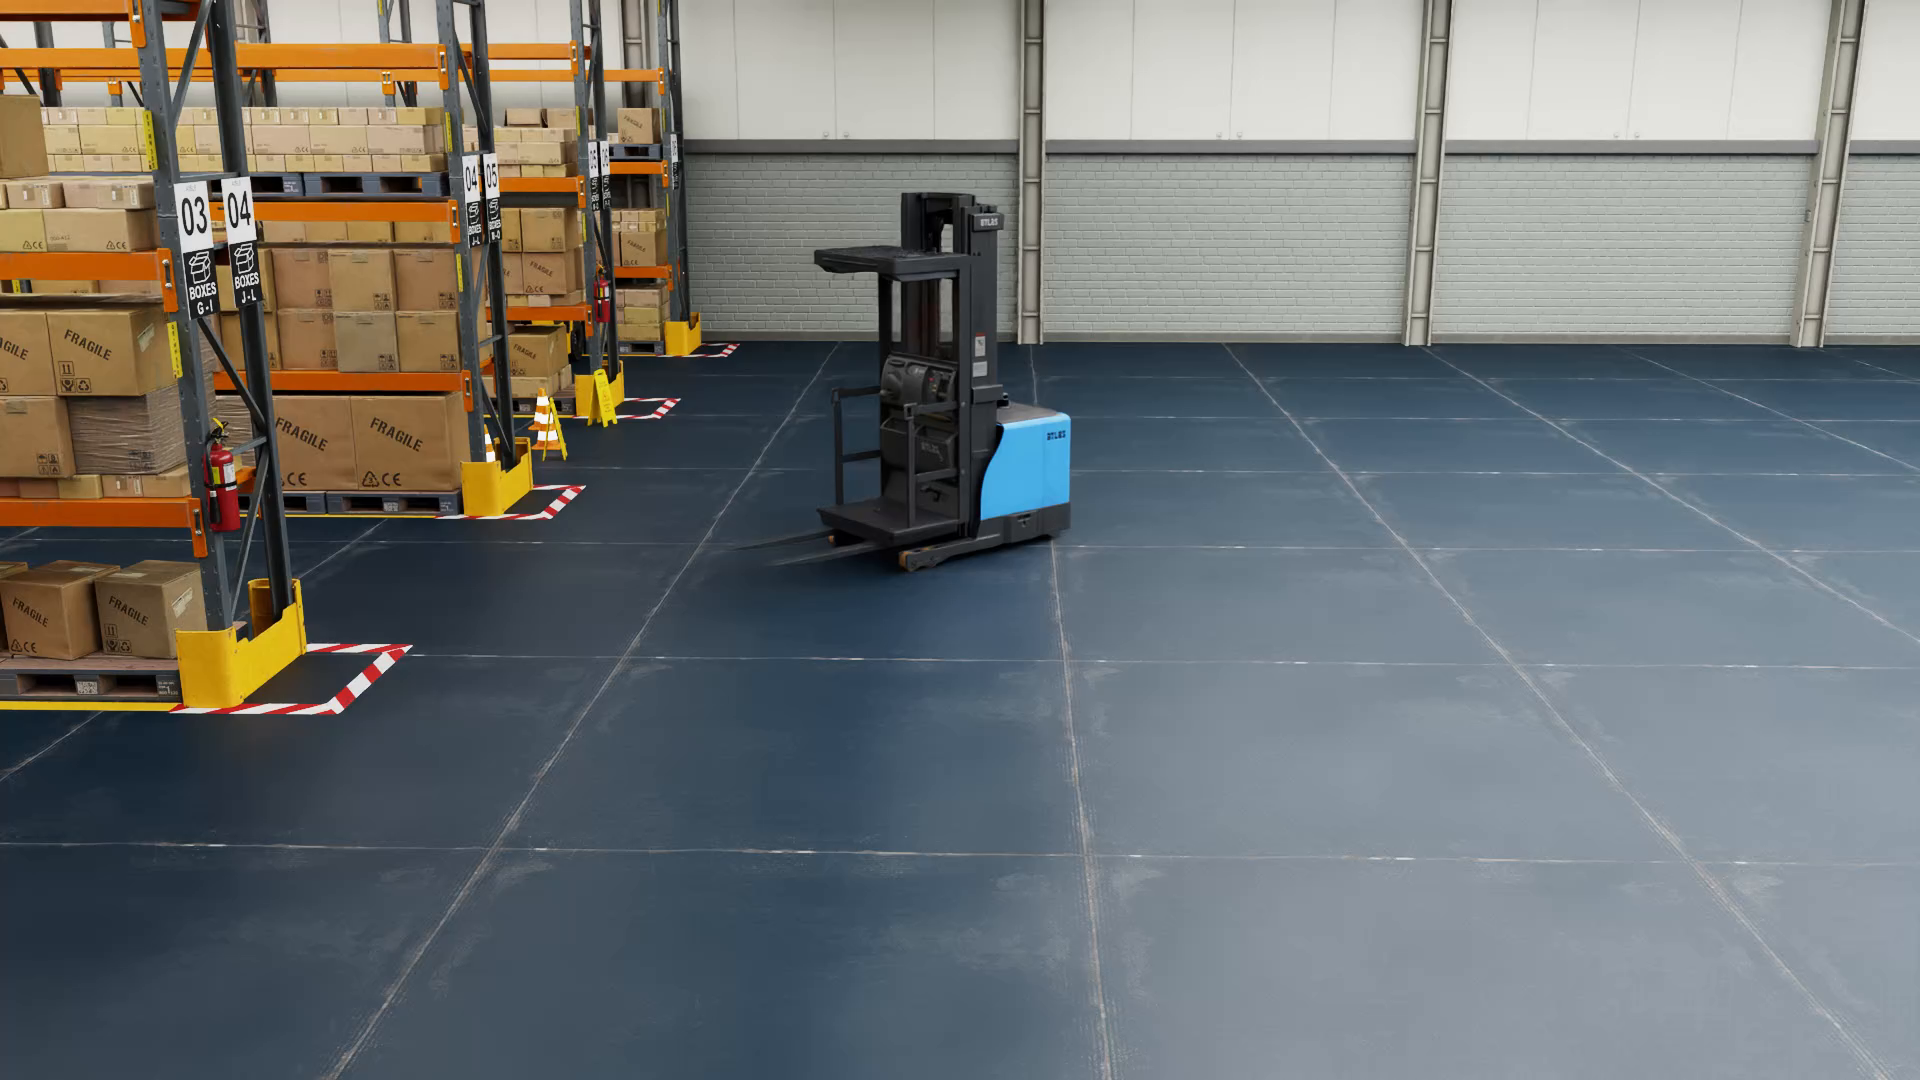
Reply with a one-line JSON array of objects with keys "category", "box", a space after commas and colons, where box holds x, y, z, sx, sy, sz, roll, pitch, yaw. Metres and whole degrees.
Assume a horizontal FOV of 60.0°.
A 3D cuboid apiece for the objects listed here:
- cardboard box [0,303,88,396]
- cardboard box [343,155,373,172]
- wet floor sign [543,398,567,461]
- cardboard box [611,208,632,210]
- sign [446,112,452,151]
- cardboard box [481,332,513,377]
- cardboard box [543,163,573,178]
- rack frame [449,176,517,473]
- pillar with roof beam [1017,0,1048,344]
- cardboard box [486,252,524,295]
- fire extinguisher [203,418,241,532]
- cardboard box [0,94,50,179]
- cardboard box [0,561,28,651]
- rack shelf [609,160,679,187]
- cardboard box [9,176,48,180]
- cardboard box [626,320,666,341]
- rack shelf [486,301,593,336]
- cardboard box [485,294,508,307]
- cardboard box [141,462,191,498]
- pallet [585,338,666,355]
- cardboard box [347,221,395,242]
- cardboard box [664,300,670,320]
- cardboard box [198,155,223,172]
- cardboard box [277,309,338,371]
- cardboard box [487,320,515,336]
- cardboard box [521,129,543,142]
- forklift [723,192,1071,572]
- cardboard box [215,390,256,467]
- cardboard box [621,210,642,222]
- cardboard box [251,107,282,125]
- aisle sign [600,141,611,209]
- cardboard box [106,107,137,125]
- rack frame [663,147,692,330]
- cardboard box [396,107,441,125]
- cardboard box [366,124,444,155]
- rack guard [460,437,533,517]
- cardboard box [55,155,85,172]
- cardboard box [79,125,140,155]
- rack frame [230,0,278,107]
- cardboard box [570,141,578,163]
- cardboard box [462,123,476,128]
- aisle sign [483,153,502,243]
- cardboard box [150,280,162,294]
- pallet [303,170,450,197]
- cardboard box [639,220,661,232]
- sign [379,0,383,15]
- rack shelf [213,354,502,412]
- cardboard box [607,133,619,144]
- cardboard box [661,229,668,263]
[{"category": "cardboard box", "box": [-5.658, -1.169, 10.150, 0.500, 0.500, 0.500, 0, 15, 1]}, {"category": "cardboard box", "box": [-5.224, -3.314, 14.615, 0.250, 0.149, 0.380, 1, 15, 2]}, {"category": "wet floor sign", "box": [-4.295, -1.181, 17.552, 0.232, 0.644, 0.267, -2, 15, -8]}, {"category": "cardboard box", "box": [-5.081, -4.915, 25.037, 0.250, 0.149, 0.380, 1, 15, 2]}, {"category": "sign", "box": [-4.402, -3.517, 14.329, 0.005, 0.325, 0.100, 0, 15, 1]}, {"category": "cardboard box", "box": [-5.678, -2.255, 20.105, 0.500, 0.500, 0.500, 1, 15, 4]}, {"category": "cardboard box", "box": [-4.713, -4.338, 19.514, 0.250, 0.149, 0.380, 0, 15, 2]}, {"category": "rack frame", "box": [-4.374, -1.815, 15.339, 0.127, 3.000, 1.000, 0, 15, 1]}, {"category": "pillar with roof beam", "box": [0.989, -6.342, 20.738, 0.400, 9.000, 9.100, 0, 15, 1]}, {"category": "cardboard box", "box": [-5.399, -3.208, 19.839, 0.500, 0.500, 0.500, 0, 15, 2]}, {"category": "fire extinguisher", "box": [-4.499, -0.395, 10.108, 0.183, 0.674, 0.296, 0, 15, 1]}, {"category": "cardboard box", "box": [-6.079, -2.513, 10.347, 0.500, 0.500, 0.500, 0, 15, 1]}, {"category": "cardboard box", "box": [-6.450, 0.443, 10.859, 0.500, 0.500, 0.500, 2, 15, 7]}, {"category": "rack shelf", "box": [-6.225, -5.459, 24.682, 4.000, 0.370, 1.077, 0, 15, 1]}, {"category": "cardboard box", "box": [-5.897, -2.201, 10.435, 0.250, 0.149, 0.380, 0, 15, 1]}, {"category": "cardboard box", "box": [-4.704, -3.140, 24.927, 0.500, 0.250, 0.500, 0, 15, 2]}, {"category": "rack shelf", "box": [-6.348, -2.743, 20.267, 4.000, 0.370, 1.077, 0, 15, 1]}, {"category": "cardboard box", "box": [-5.498, -2.879, 19.864, 0.250, 0.149, 0.380, 1, 15, 2]}, {"category": "cardboard box", "box": [-4.892, -0.378, 10.386, 0.250, 0.149, 0.380, 0, 15, 1]}, {"category": "pallet", "box": [-4.991, -2.990, 25.258, 1.213, 0.211, 1.003, 0, 15, 1]}, {"category": "cardboard box", "box": [-6.902, -3.702, 19.754, 0.500, 0.500, 0.700, 0, 15, 0]}, {"category": "cardboard box", "box": [-4.691, -3.515, 25.370, 0.500, 0.250, 0.500, 1, 15, 2]}, {"category": "cardboard box", "box": [-6.497, -3.322, 14.645, 0.250, 0.149, 0.380, 1, 15, 2]}, {"category": "cardboard box", "box": [-5.853, -1.912, 15.413, 0.550, 0.550, 0.875, 0, 15, 1]}, {"category": "cardboard box", "box": [-5.525, -2.552, 19.957, 0.250, 0.149, 0.380, 1, 15, 3]}, {"category": "cardboard box", "box": [-4.951, -4.731, 19.440, 0.250, 0.149, 0.380, 1, 15, 2]}, {"category": "forklift", "box": [-0.501, -1.313, 13.570, 3.031, 2.935, 1.130, -12, 19, -38]}, {"category": "cardboard box", "box": [-6.845, -0.990, 15.553, 0.875, 0.875, 0.875, 0, 15, 2]}, {"category": "cardboard box", "box": [-4.837, -4.792, 24.572, 0.250, 0.149, 0.380, 0, 15, 2]}, {"category": "cardboard box", "box": [-5.991, -3.705, 14.532, 0.250, 0.149, 0.380, 0, 15, 1]}, {"category": "aisle sign", "box": [-4.279, -4.413, 20.092, 0.004, 0.787, 0.394, 0, 15, 1]}, {"category": "cardboard box", "box": [-7.256, -3.713, 14.564, 0.250, 0.149, 0.380, 0, 15, 1]}, {"category": "rack frame", "box": [-4.226, -4.344, 24.924, 0.127, 3.000, 1.000, 0, 15, 1]}, {"category": "cardboard box", "box": [-4.720, -3.696, 14.500, 0.250, 0.149, 0.380, 1, 15, 2]}, {"category": "cardboard box", "box": [-4.871, -3.520, 14.613, 0.500, 0.250, 0.500, 1, 15, 2]}, {"category": "rack guard", "box": [-4.350, -0.606, 15.657, 0.348, 0.500, 1.175, 0, 15, 1]}, {"category": "cardboard box", "box": [-7.759, -3.331, 14.678, 0.250, 0.149, 0.380, 0, 15, 2]}, {"category": "cardboard box", "box": [-7.387, -3.536, 14.676, 0.500, 0.250, 0.500, 0, 15, 1]}, {"category": "rack frame", "box": [-8.348, -6.005, 19.459, 0.127, 3.000, 1.000, 0, 15, 1]}, {"category": "cardboard box", "box": [-4.845, -4.671, 19.994, 0.500, 0.250, 0.500, 0, 15, 0]}, {"category": "cardboard box", "box": [-7.399, -5.961, 24.329, 0.500, 0.311, 0.500, 1, 15, 3]}, {"category": "aisle sign", "box": [-4.296, -3.148, 15.295, 0.004, 0.787, 0.394, 0, 15, 1]}, {"category": "cardboard box", "box": [-6.916, -2.412, 15.191, 0.550, 0.550, 0.875, 0, 15, 1]}, {"category": "pallet", "box": [-5.116, -3.225, 14.976, 1.213, 0.211, 1.003, 0, 15, 1]}, {"category": "cardboard box", "box": [-4.580, -4.636, 24.566, 0.250, 0.149, 0.380, 1, 15, 2]}, {"category": "sign", "box": [-8.227, -7.622, 23.603, 0.005, 0.325, 0.100, 0, 15, 1]}, {"category": "rack shelf", "box": [-6.374, -1.480, 15.480, 4.000, 0.370, 1.077, 0, 15, 1]}, {"category": "cardboard box", "box": [-5.062, -5.852, 24.234, 0.250, 0.149, 0.380, 0, 15, 0]}, {"category": "cardboard box", "box": [-4.714, -4.466, 25.192, 0.500, 0.500, 0.500, 1, 15, 3]}]
